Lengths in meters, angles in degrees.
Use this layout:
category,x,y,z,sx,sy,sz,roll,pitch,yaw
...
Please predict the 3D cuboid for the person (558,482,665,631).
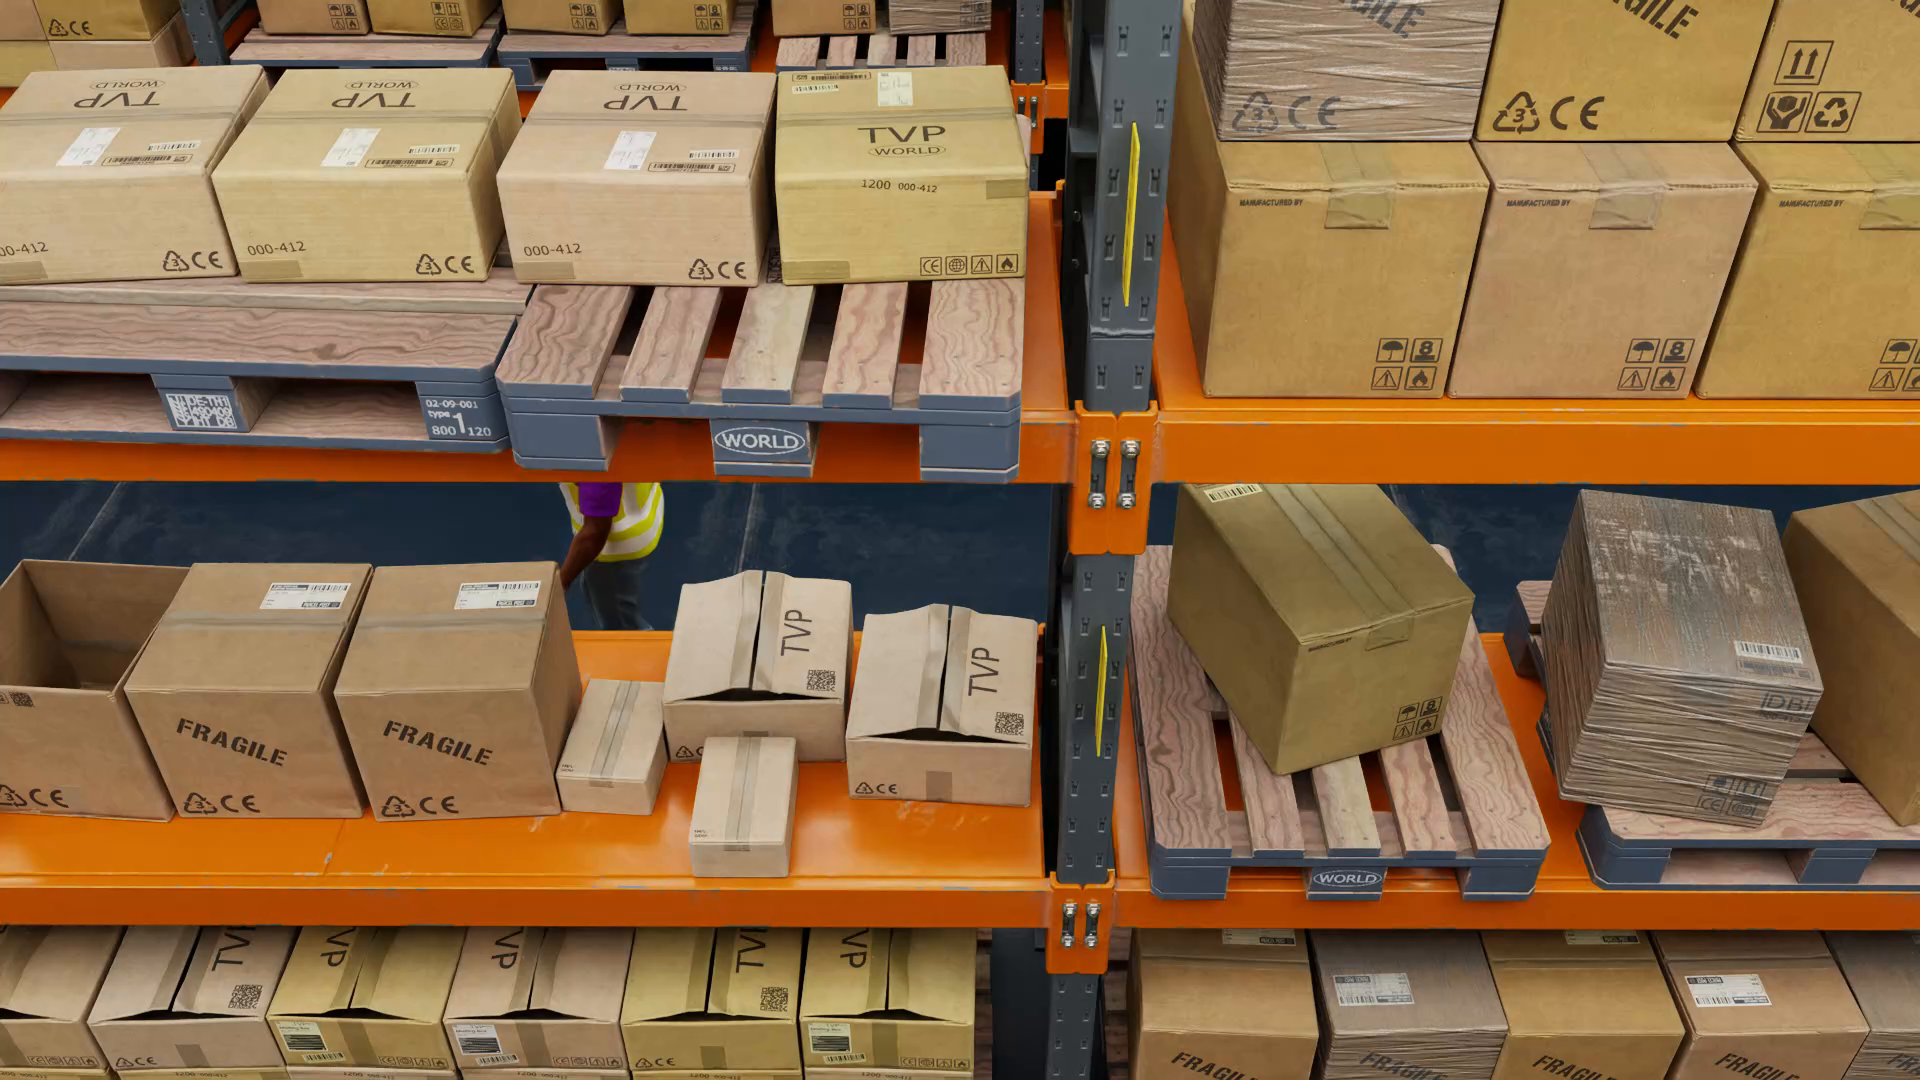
category,x,y,z,sx,sy,sz,roll,pitch,yaw
person,-1.327,-0.012,6.203,0.502,1.822,0.718,1,39,1
